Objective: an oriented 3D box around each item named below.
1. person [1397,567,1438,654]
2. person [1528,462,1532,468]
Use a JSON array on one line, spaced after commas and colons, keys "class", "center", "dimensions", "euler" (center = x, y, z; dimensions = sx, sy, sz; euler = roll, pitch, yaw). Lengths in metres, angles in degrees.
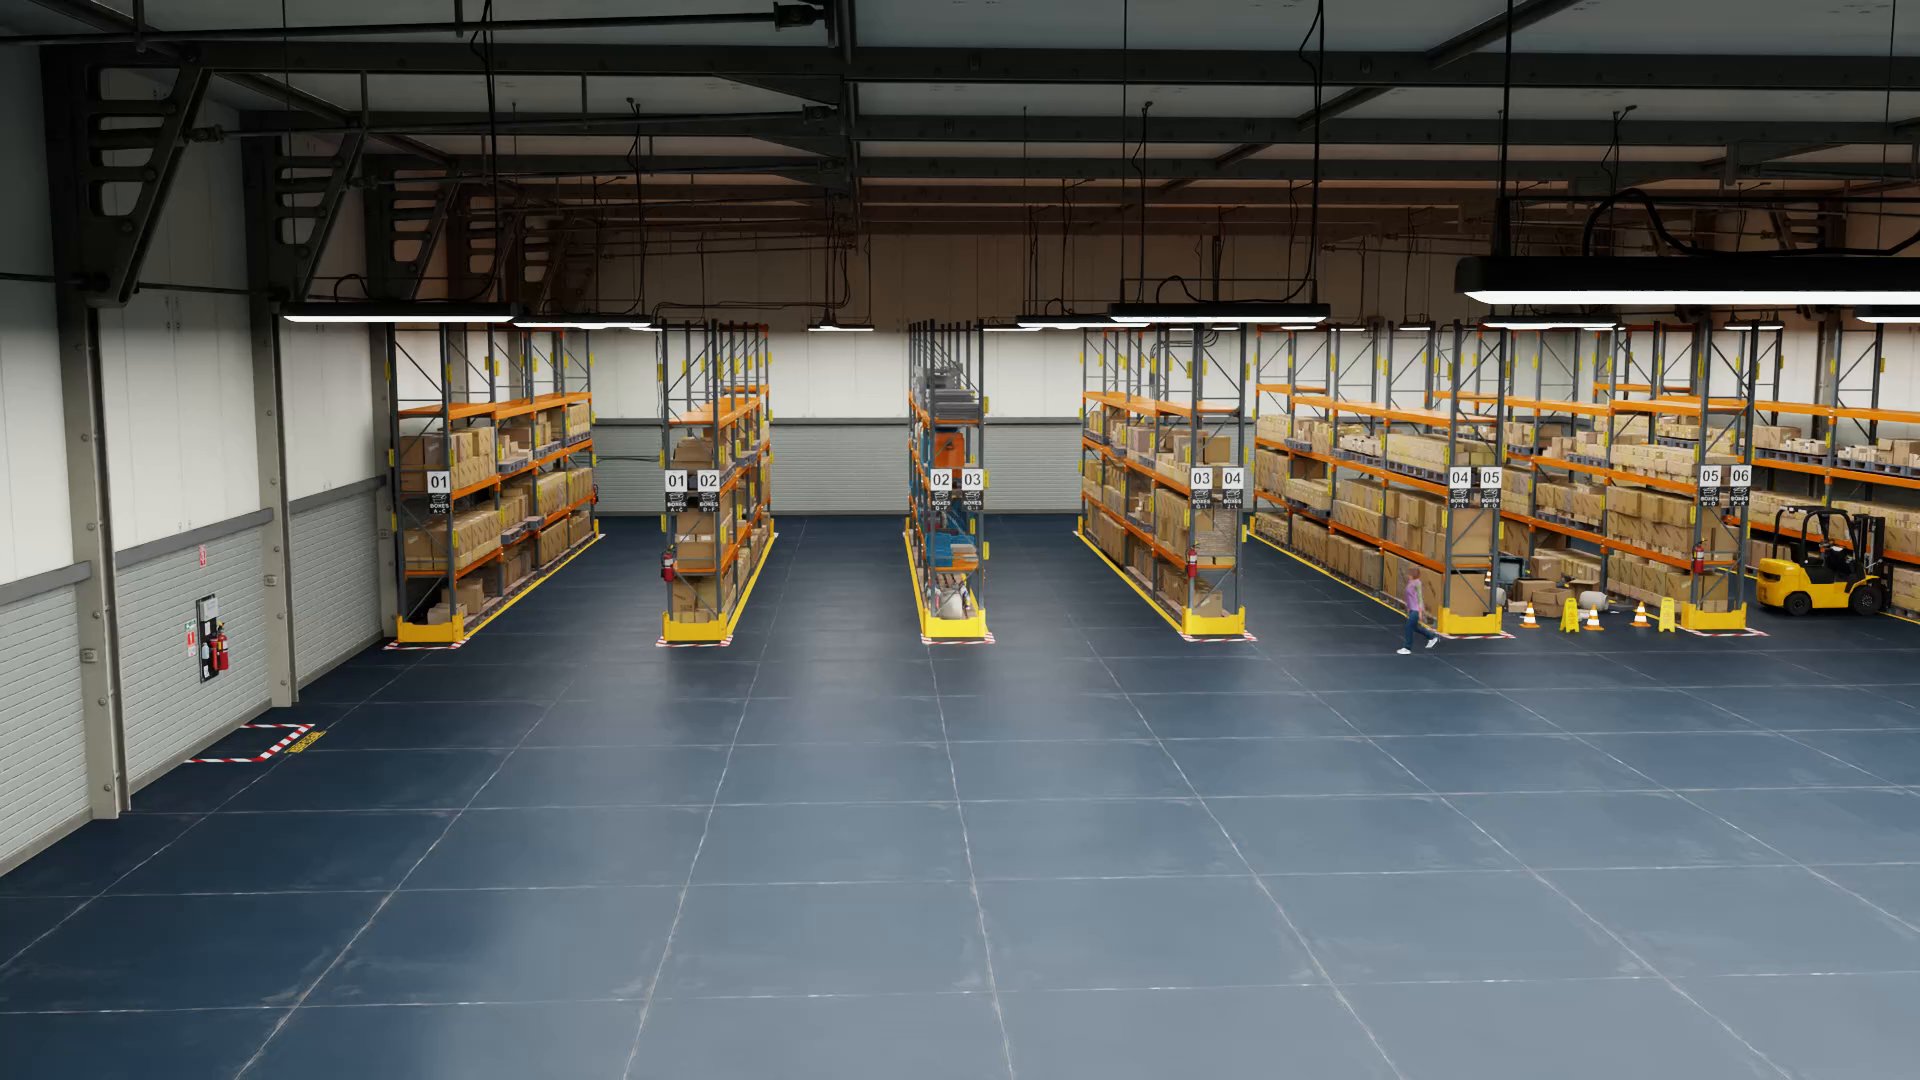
[{"class": "person", "center": [8.231, 1.253, 29.847], "dimensions": [0.819, 1.564, 0.430], "euler": [-1, 7, -7]}, {"class": "person", "center": [17.976, -1.601, 52.291], "dimensions": [1.052, 1.743, 0.562], "euler": [-3, 8, -22]}]
